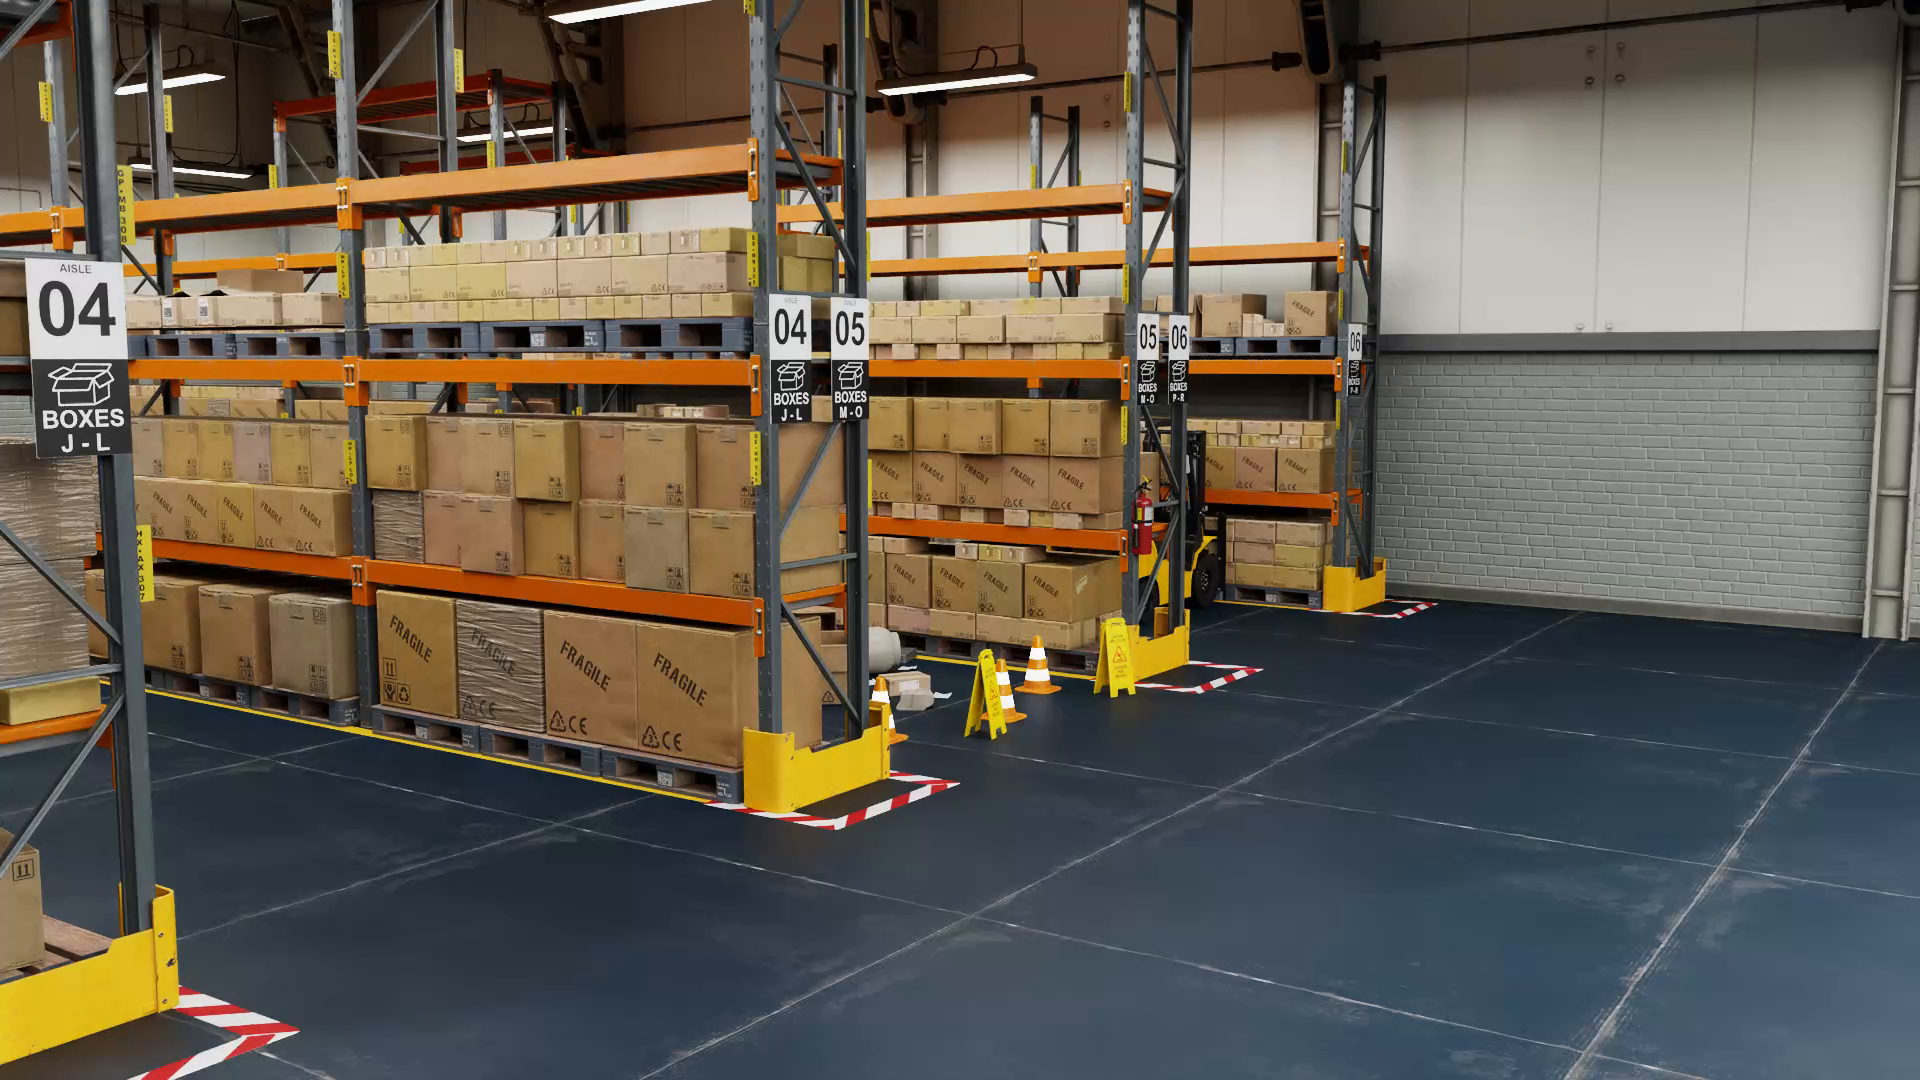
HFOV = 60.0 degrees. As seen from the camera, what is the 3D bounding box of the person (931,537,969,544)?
[{"bbox_3d":[-0.025,-0.086,18.474,0.697,1.776,0.581,4,7,34],"label":"person"}]
